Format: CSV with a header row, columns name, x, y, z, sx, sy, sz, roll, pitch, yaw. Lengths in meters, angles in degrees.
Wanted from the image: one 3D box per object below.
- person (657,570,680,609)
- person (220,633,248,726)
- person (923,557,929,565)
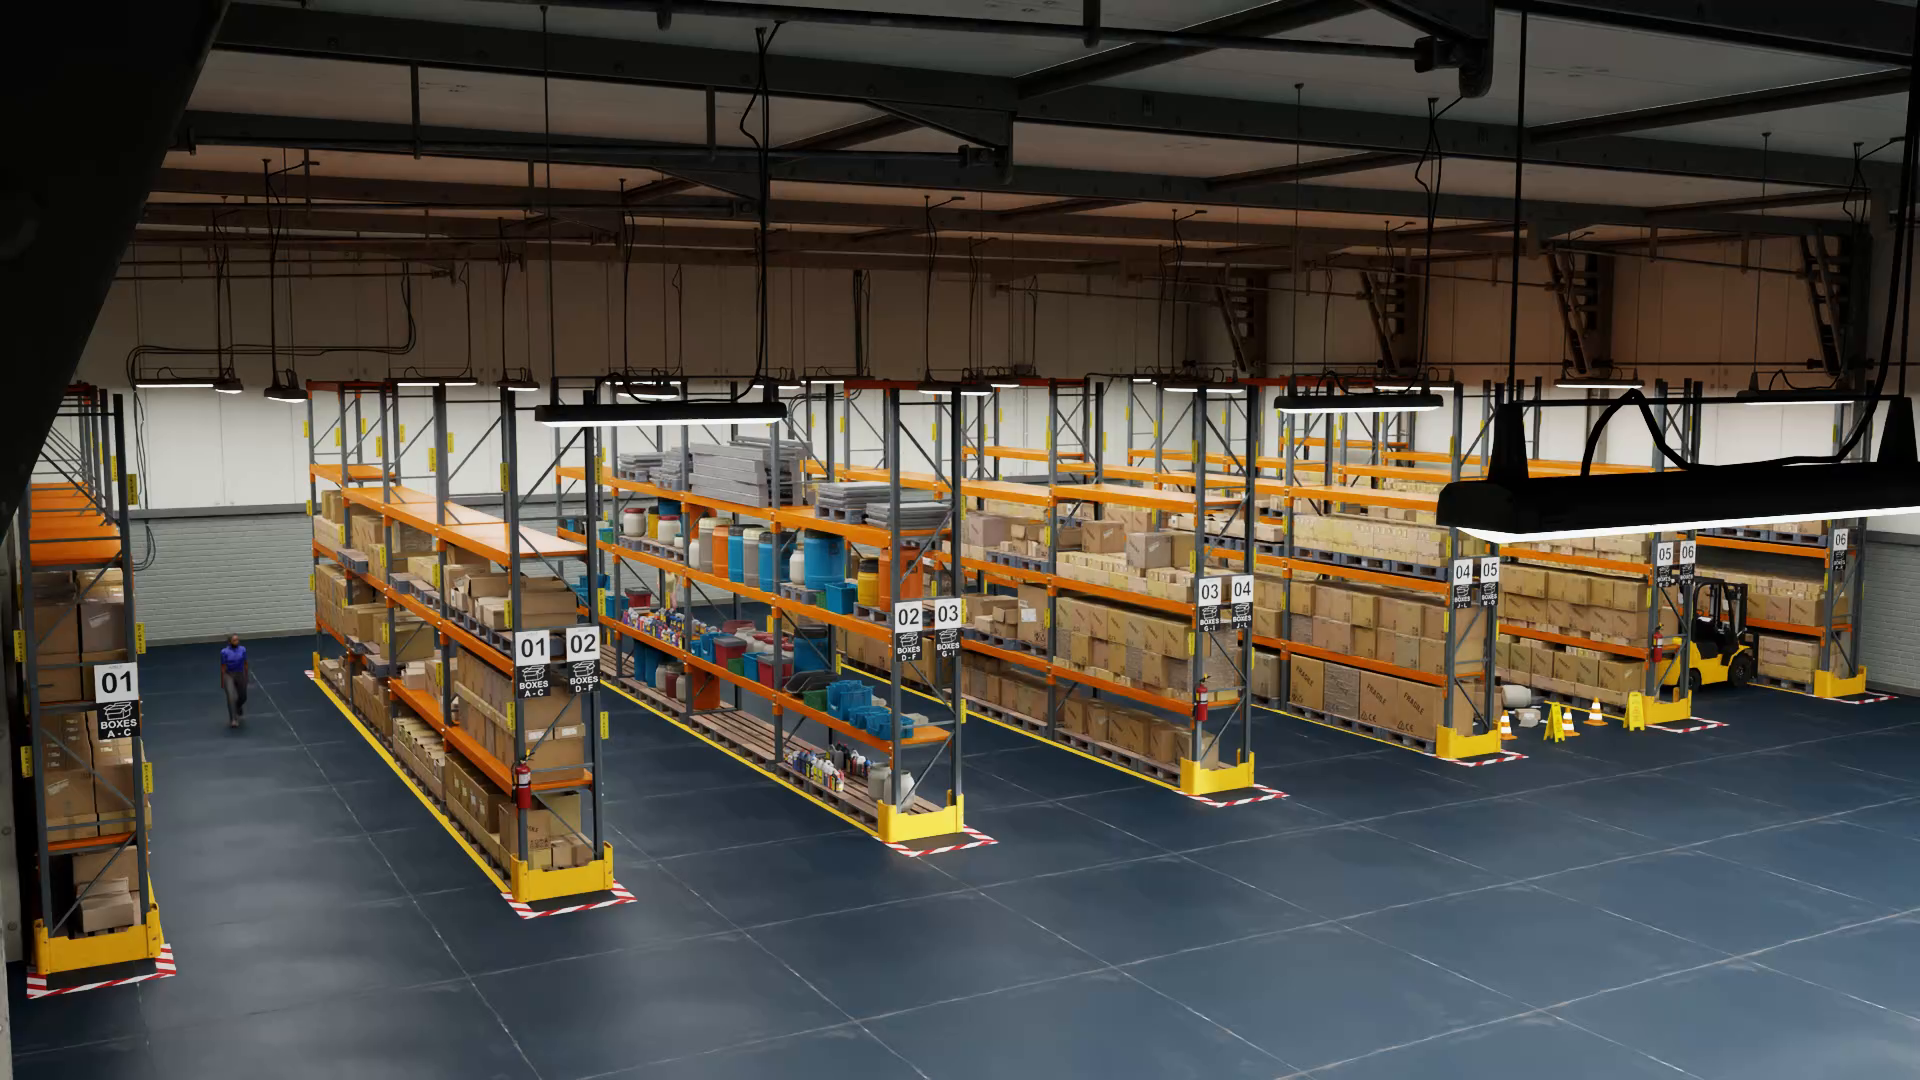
name,x,y,z,sx,sy,sz,roll,pitch,yaw
person,-7.041,1.277,40.196,0.594,1.579,0.688,-2,6,-20
person,-12.764,2.413,29.253,0.450,1.598,0.863,-4,7,-31
person,-0.962,0.929,42.493,0.838,1.758,0.578,-3,7,-25
